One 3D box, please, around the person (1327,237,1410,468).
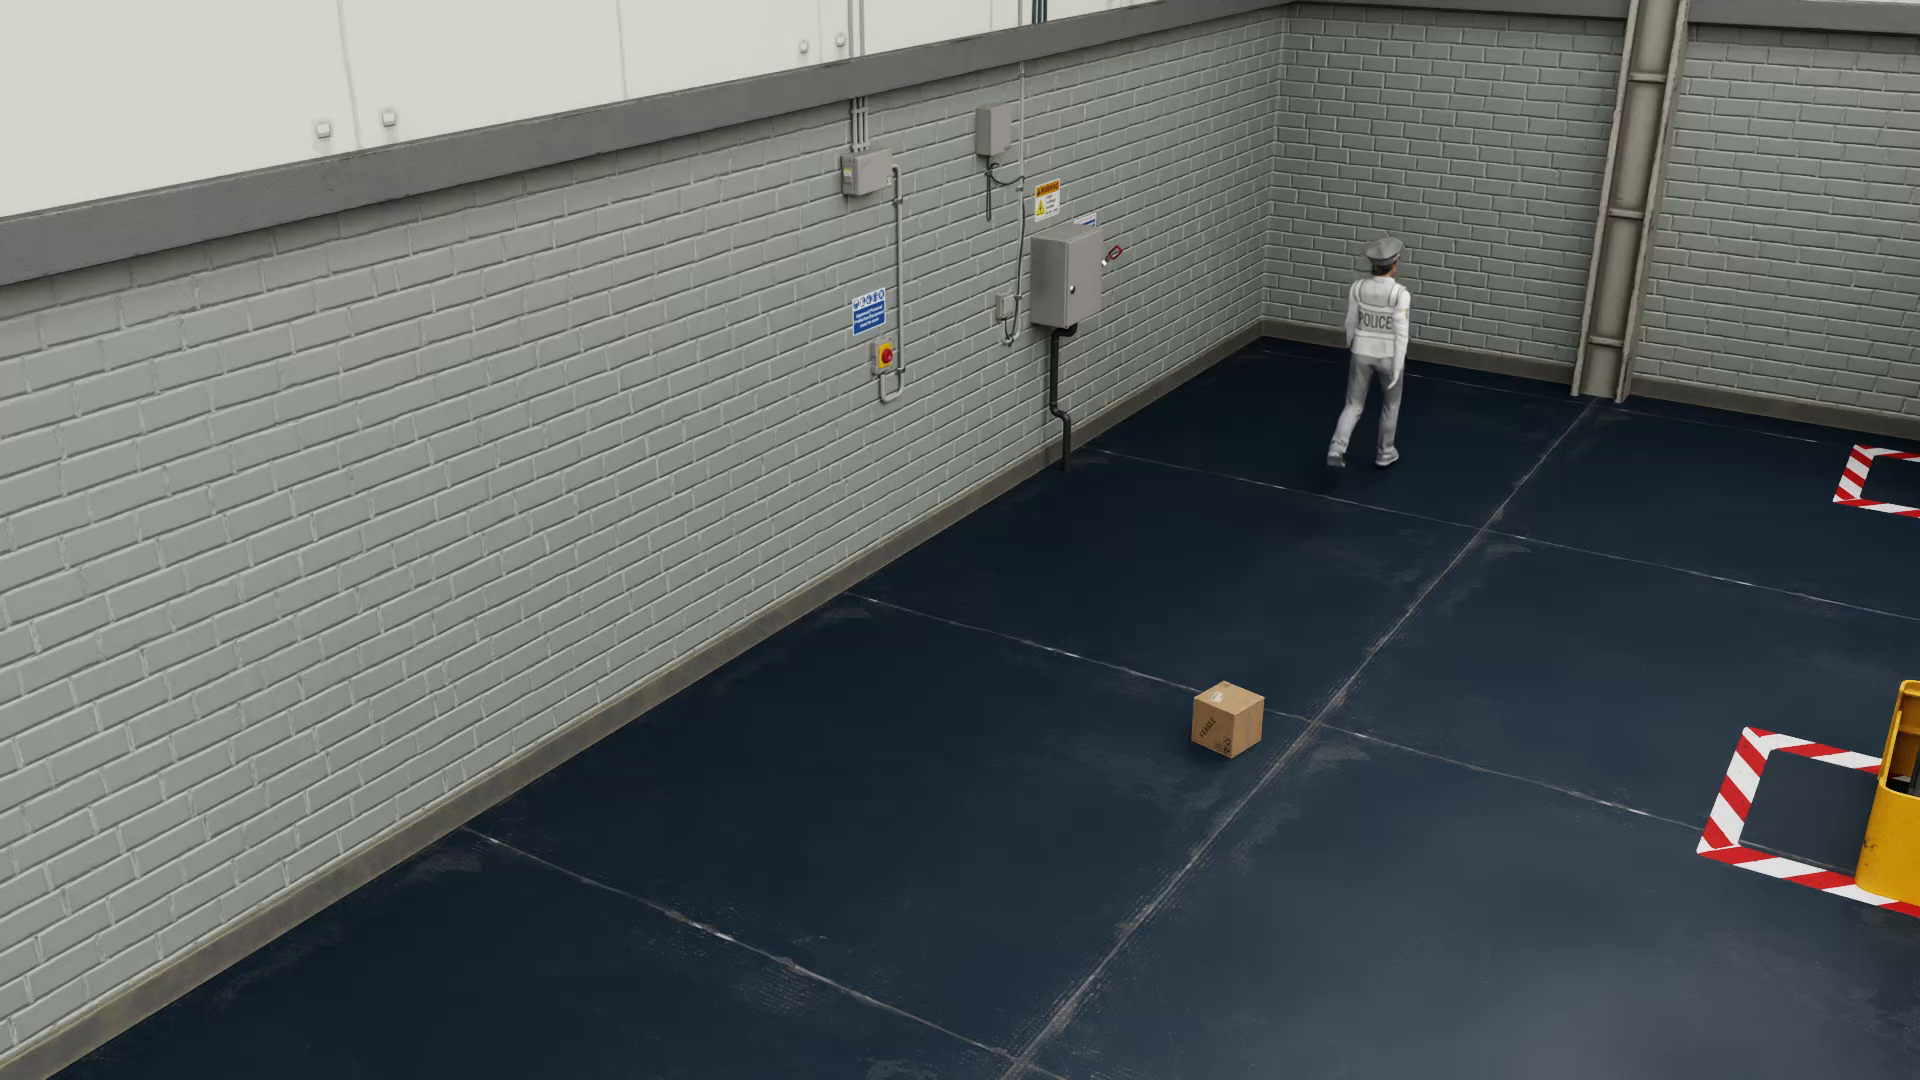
[{"bbox_3d":[2.848,-1.257,11.457,0.480,1.657,0.837,14,27,30],"label":"person"}]
